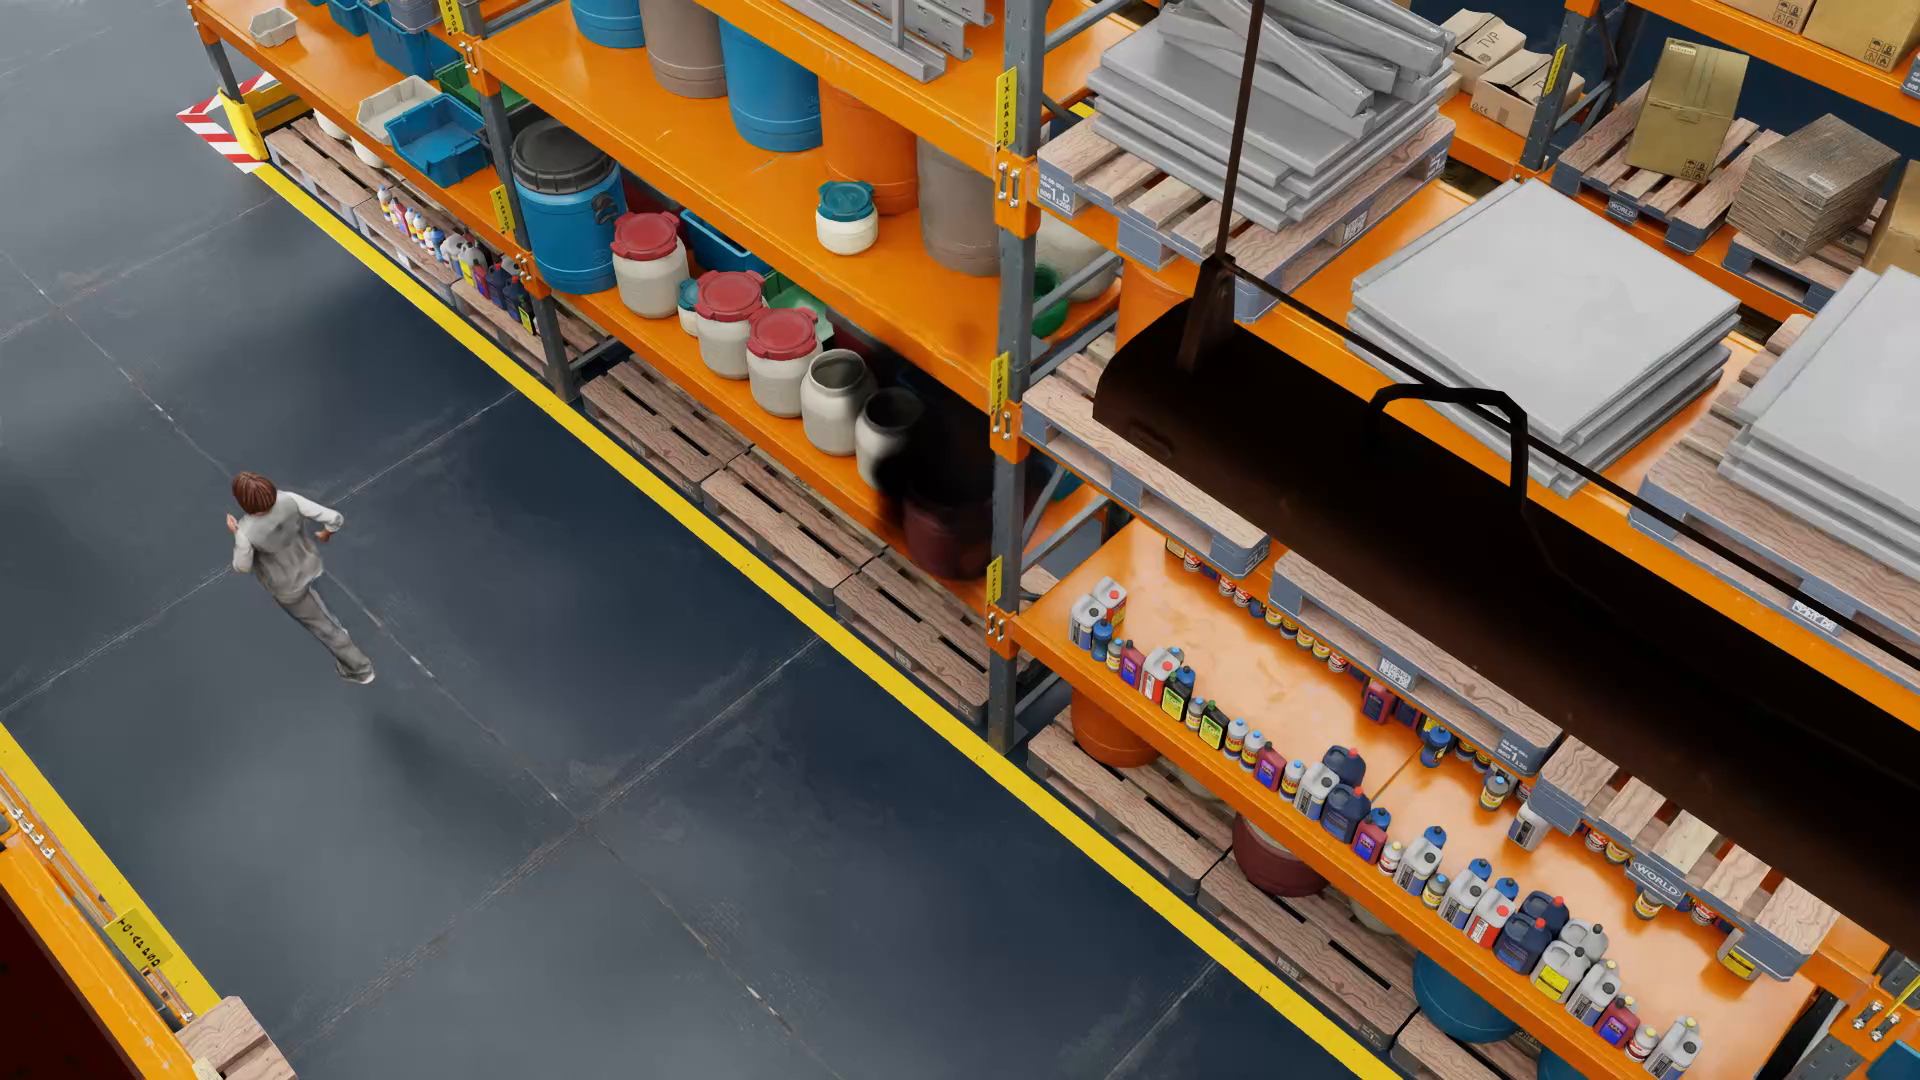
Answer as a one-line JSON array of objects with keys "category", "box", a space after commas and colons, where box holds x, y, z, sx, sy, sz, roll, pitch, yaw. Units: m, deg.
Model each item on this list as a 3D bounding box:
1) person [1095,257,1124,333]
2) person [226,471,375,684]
[{"category": "person", "box": [0.937, -1.498, 10.195, 0.734, 1.740, 0.549, 31, 57, 23]}, {"category": "person", "box": [-3.556, 0.175, 8.873, 0.669, 1.615, 0.503, 21, 53, 16]}]
